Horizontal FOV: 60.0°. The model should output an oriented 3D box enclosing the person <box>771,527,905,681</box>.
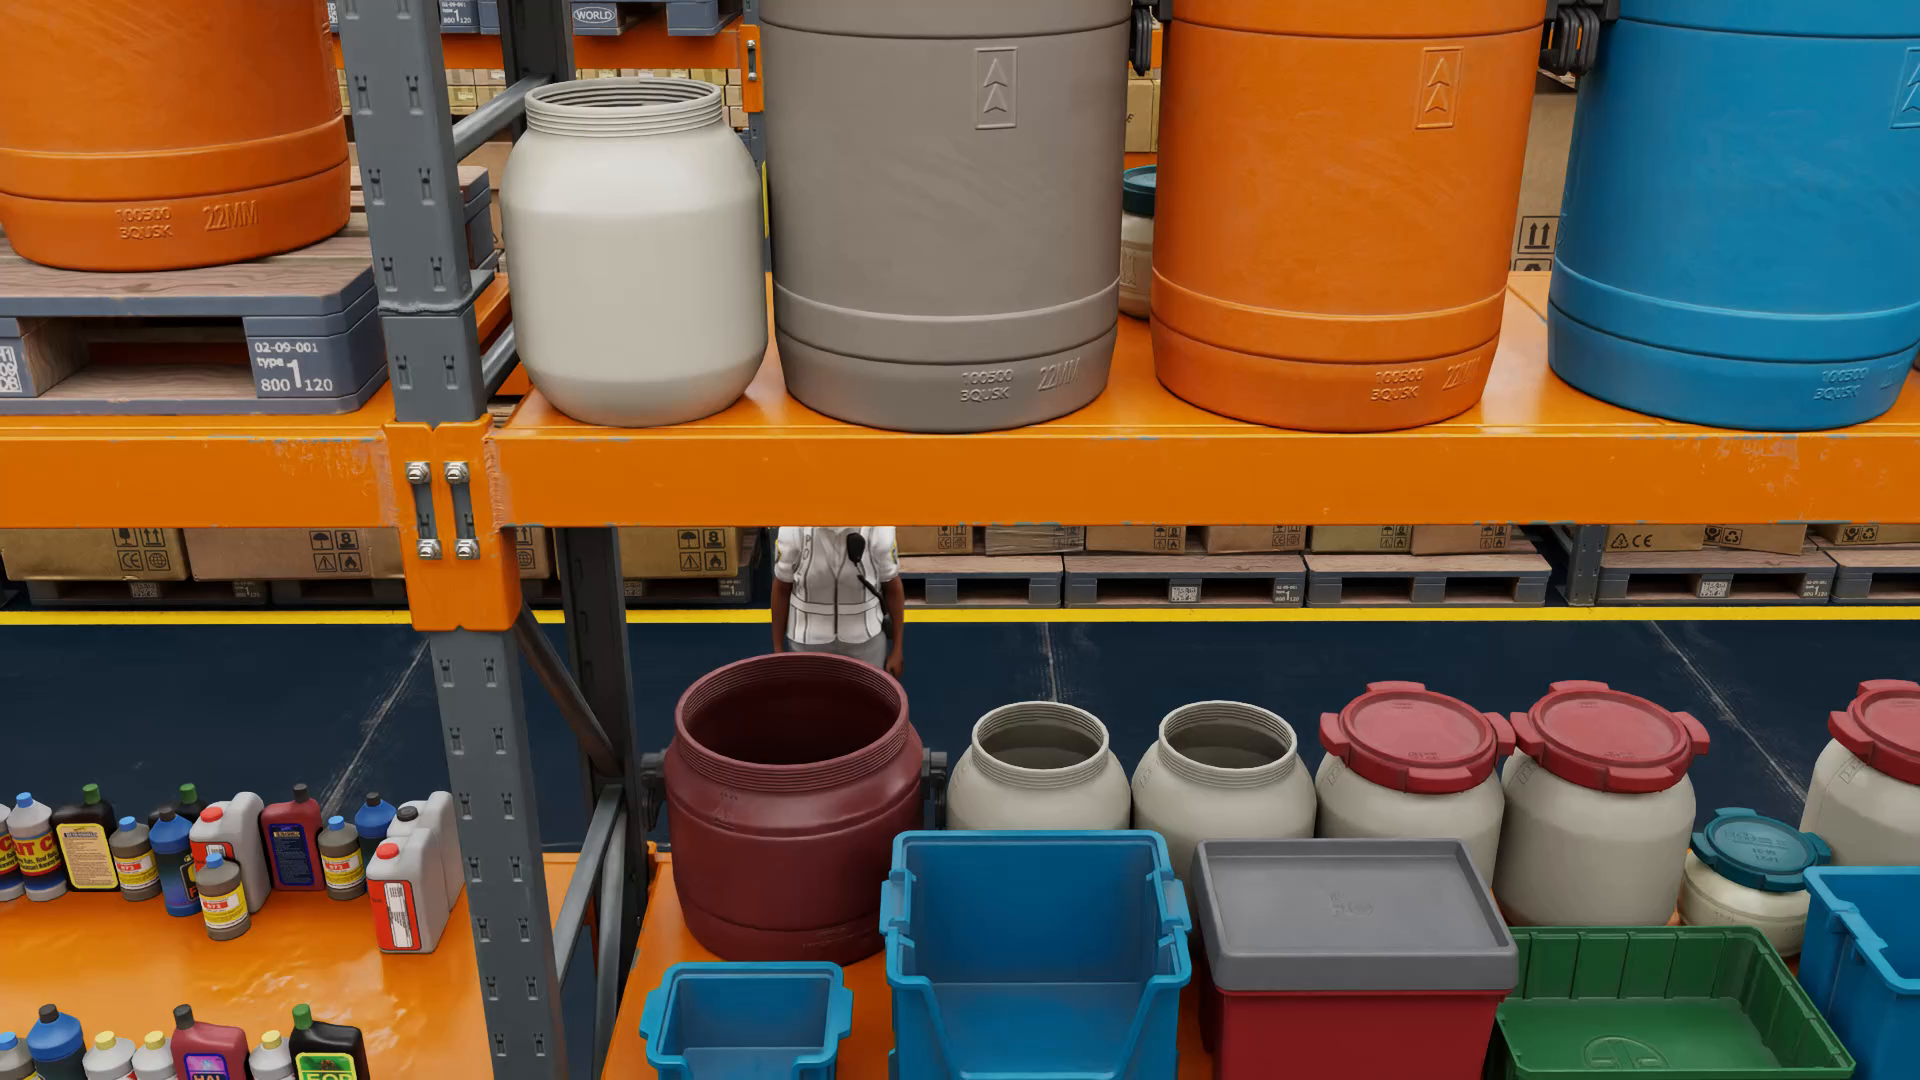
[{"bbox_3d":[-0.461,0.412,6.192,0.512,1.657,0.416,0,24,-1],"label":"person"}]
